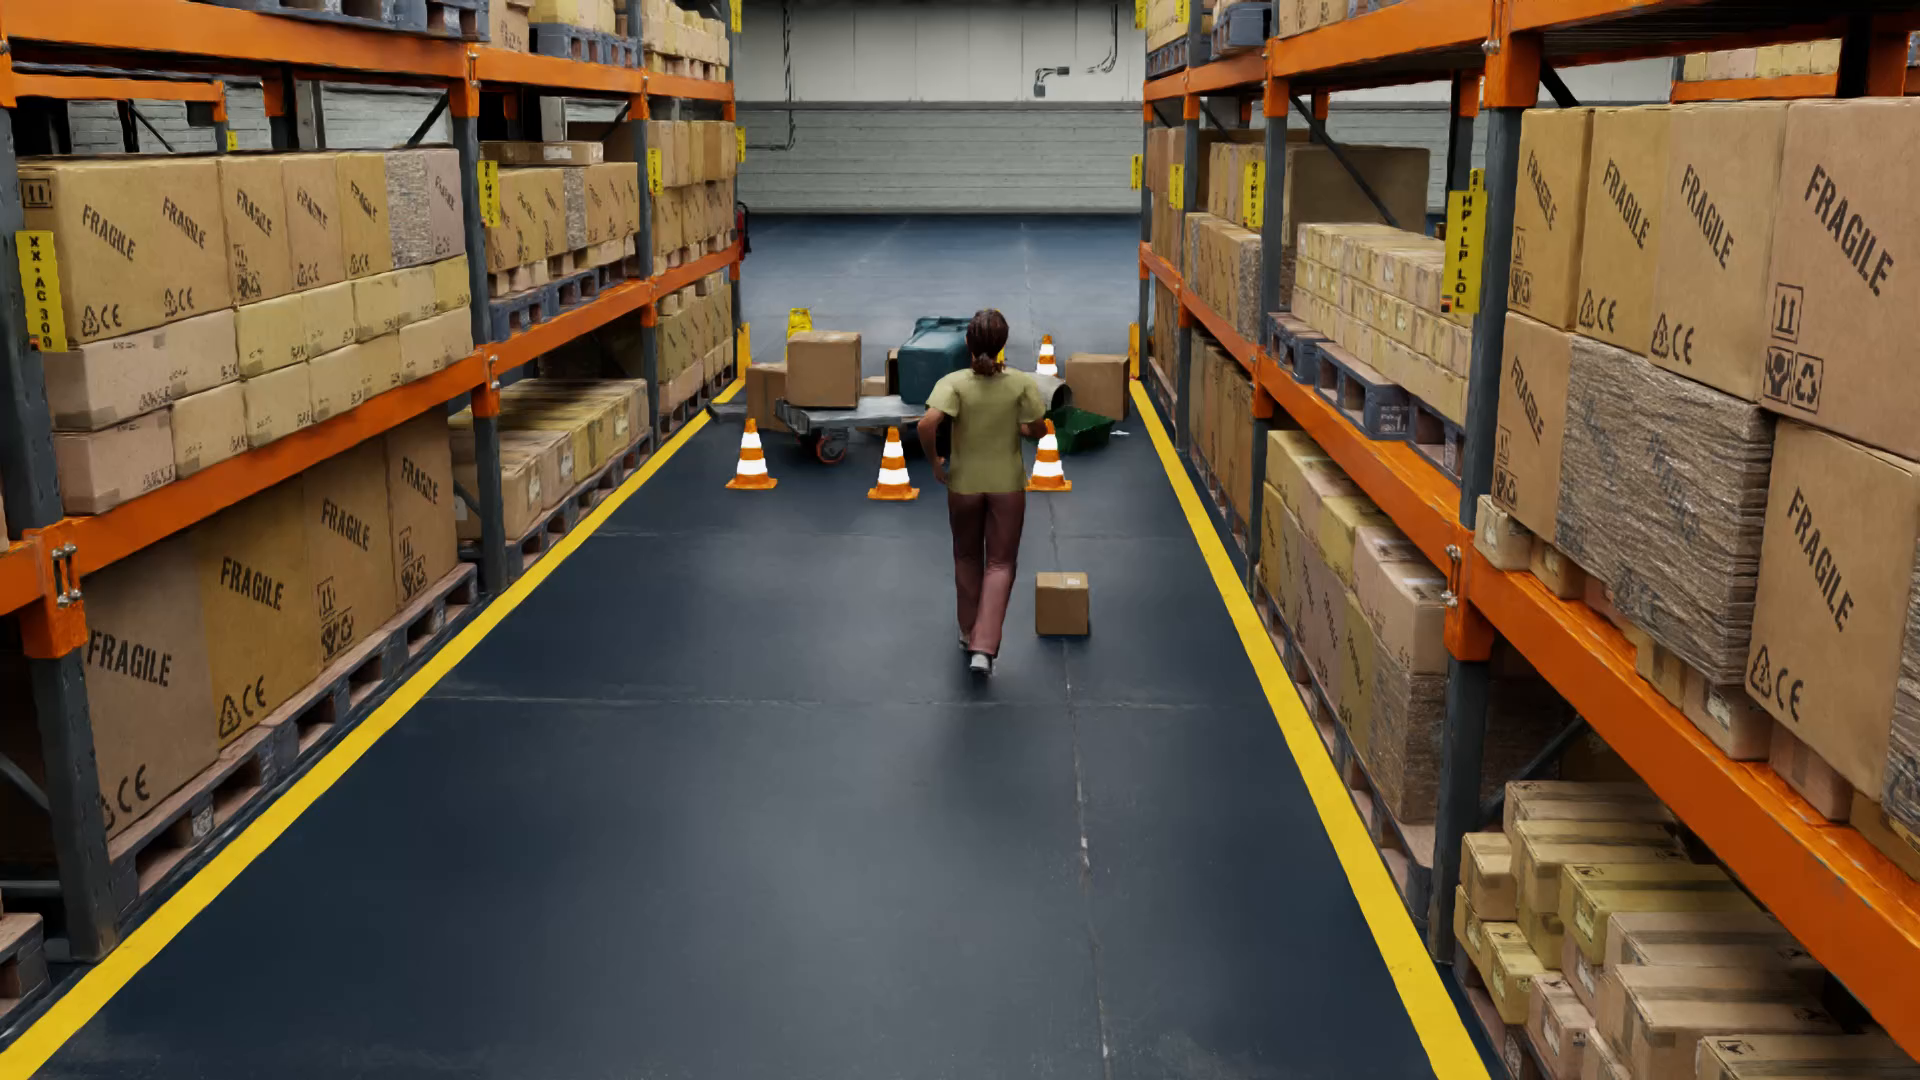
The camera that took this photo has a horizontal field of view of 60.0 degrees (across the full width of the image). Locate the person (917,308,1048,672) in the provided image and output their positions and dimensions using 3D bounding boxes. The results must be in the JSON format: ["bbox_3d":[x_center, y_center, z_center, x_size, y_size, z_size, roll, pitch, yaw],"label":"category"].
[{"bbox_3d":[0.126,-0.237,7.493,0.542,1.646,0.806,2,14,6],"label":"person"}]
